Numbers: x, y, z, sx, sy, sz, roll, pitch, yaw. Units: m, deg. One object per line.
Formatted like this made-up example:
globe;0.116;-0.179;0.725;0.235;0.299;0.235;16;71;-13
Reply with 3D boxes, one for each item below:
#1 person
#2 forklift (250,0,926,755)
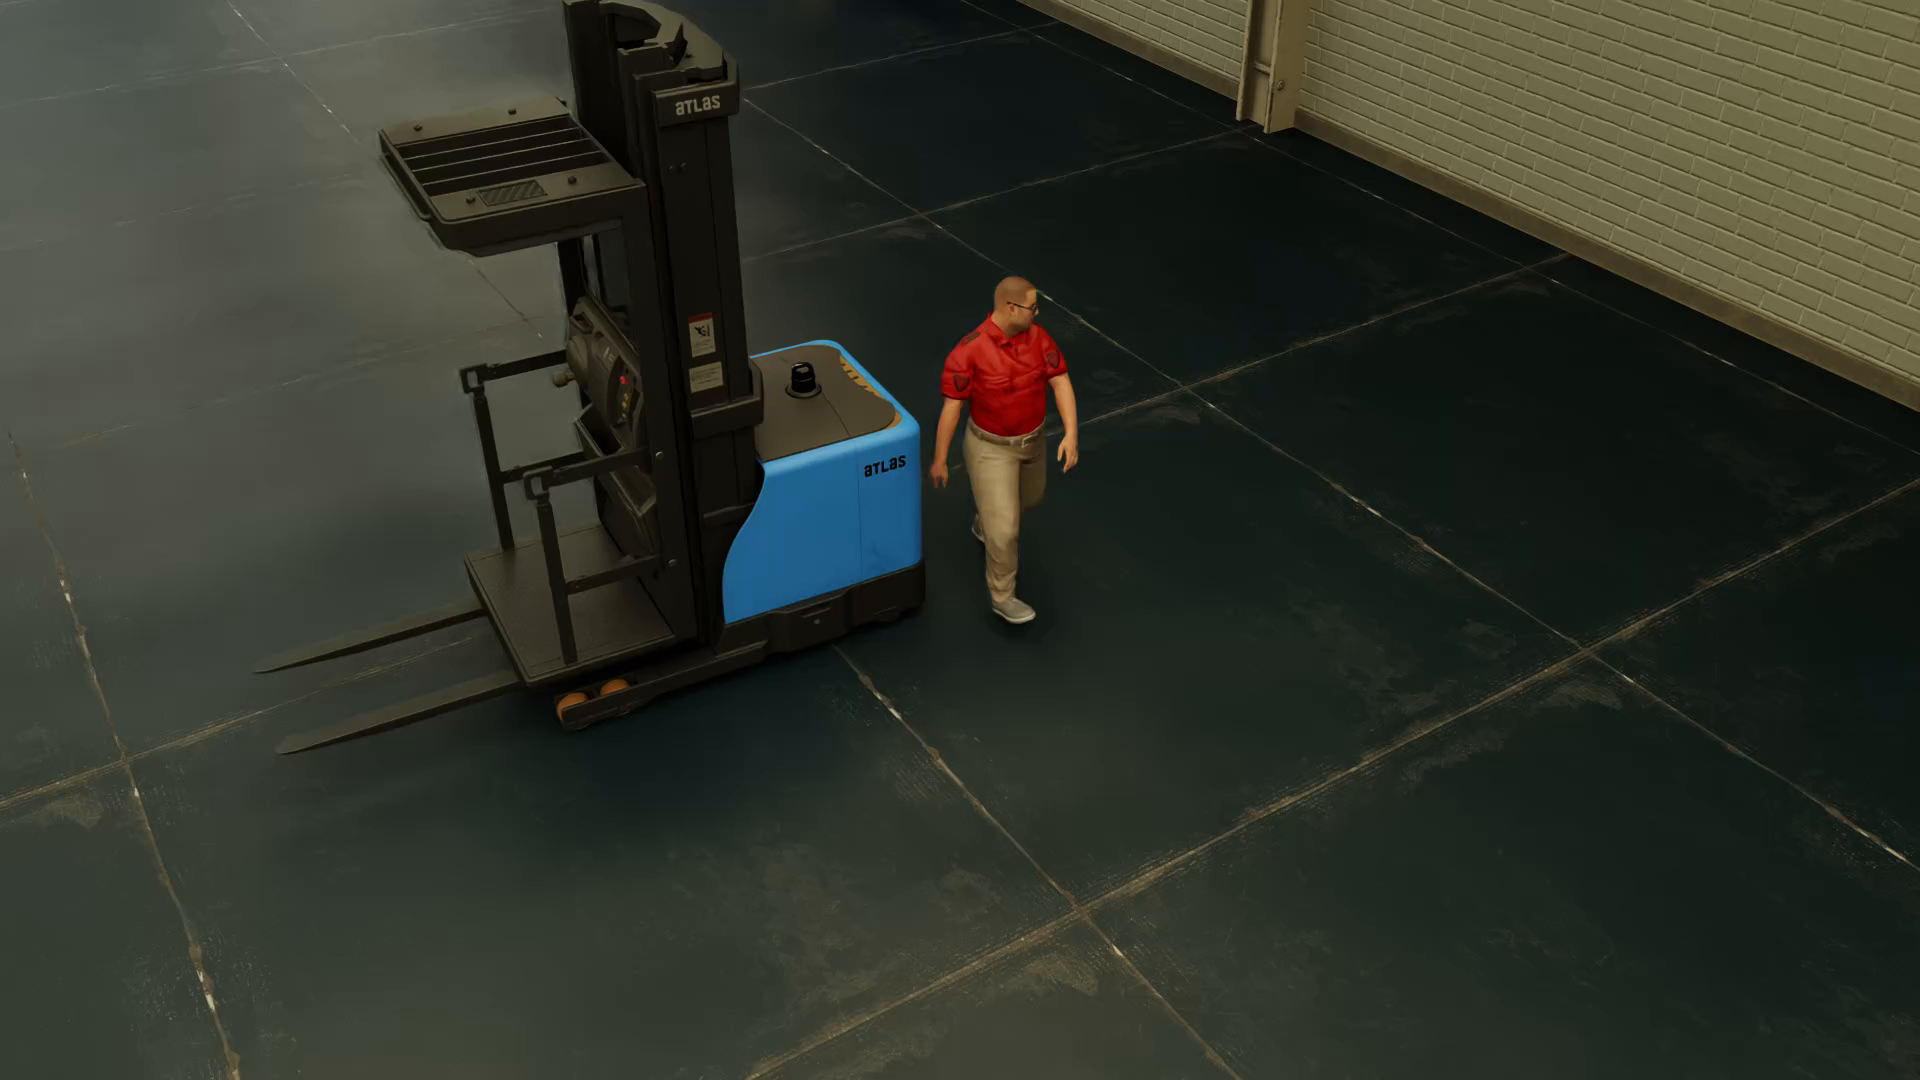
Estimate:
person;0.201;-0.437;7.901;0.709;1.652;0.824;-27;43;-33
forklift;-1.713;-0.693;7.134;3.031;2.935;1.130;-17;39;-23
